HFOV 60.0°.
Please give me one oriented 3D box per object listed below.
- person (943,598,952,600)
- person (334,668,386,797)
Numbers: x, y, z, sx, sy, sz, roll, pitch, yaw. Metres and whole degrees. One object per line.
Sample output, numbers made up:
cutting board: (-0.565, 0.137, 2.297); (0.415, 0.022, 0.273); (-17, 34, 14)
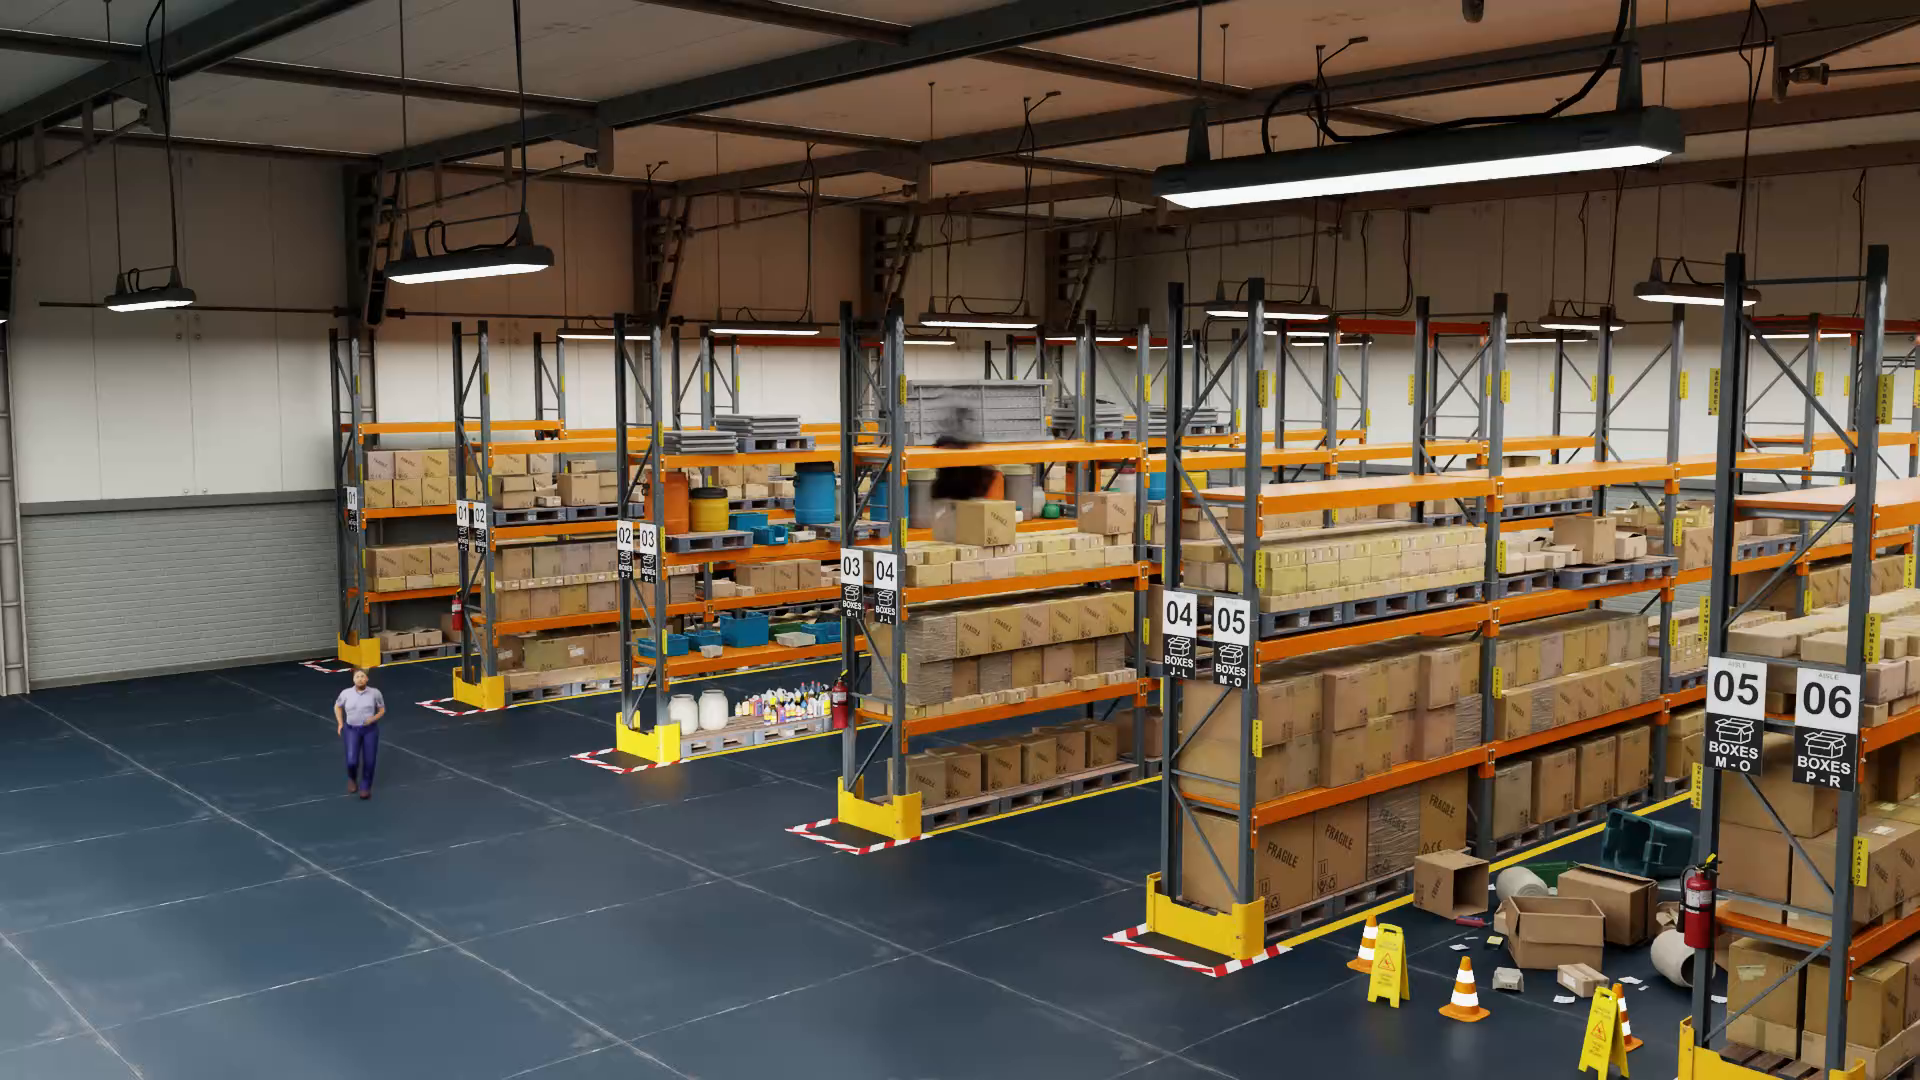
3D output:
person: (-0.395, 1.465, 29.132); (0.568, 1.672, 0.922); (5, 7, 39)
person: (-7.290, 2.362, 20.236); (0.593, 1.599, 0.559); (-2, 6, -20)
